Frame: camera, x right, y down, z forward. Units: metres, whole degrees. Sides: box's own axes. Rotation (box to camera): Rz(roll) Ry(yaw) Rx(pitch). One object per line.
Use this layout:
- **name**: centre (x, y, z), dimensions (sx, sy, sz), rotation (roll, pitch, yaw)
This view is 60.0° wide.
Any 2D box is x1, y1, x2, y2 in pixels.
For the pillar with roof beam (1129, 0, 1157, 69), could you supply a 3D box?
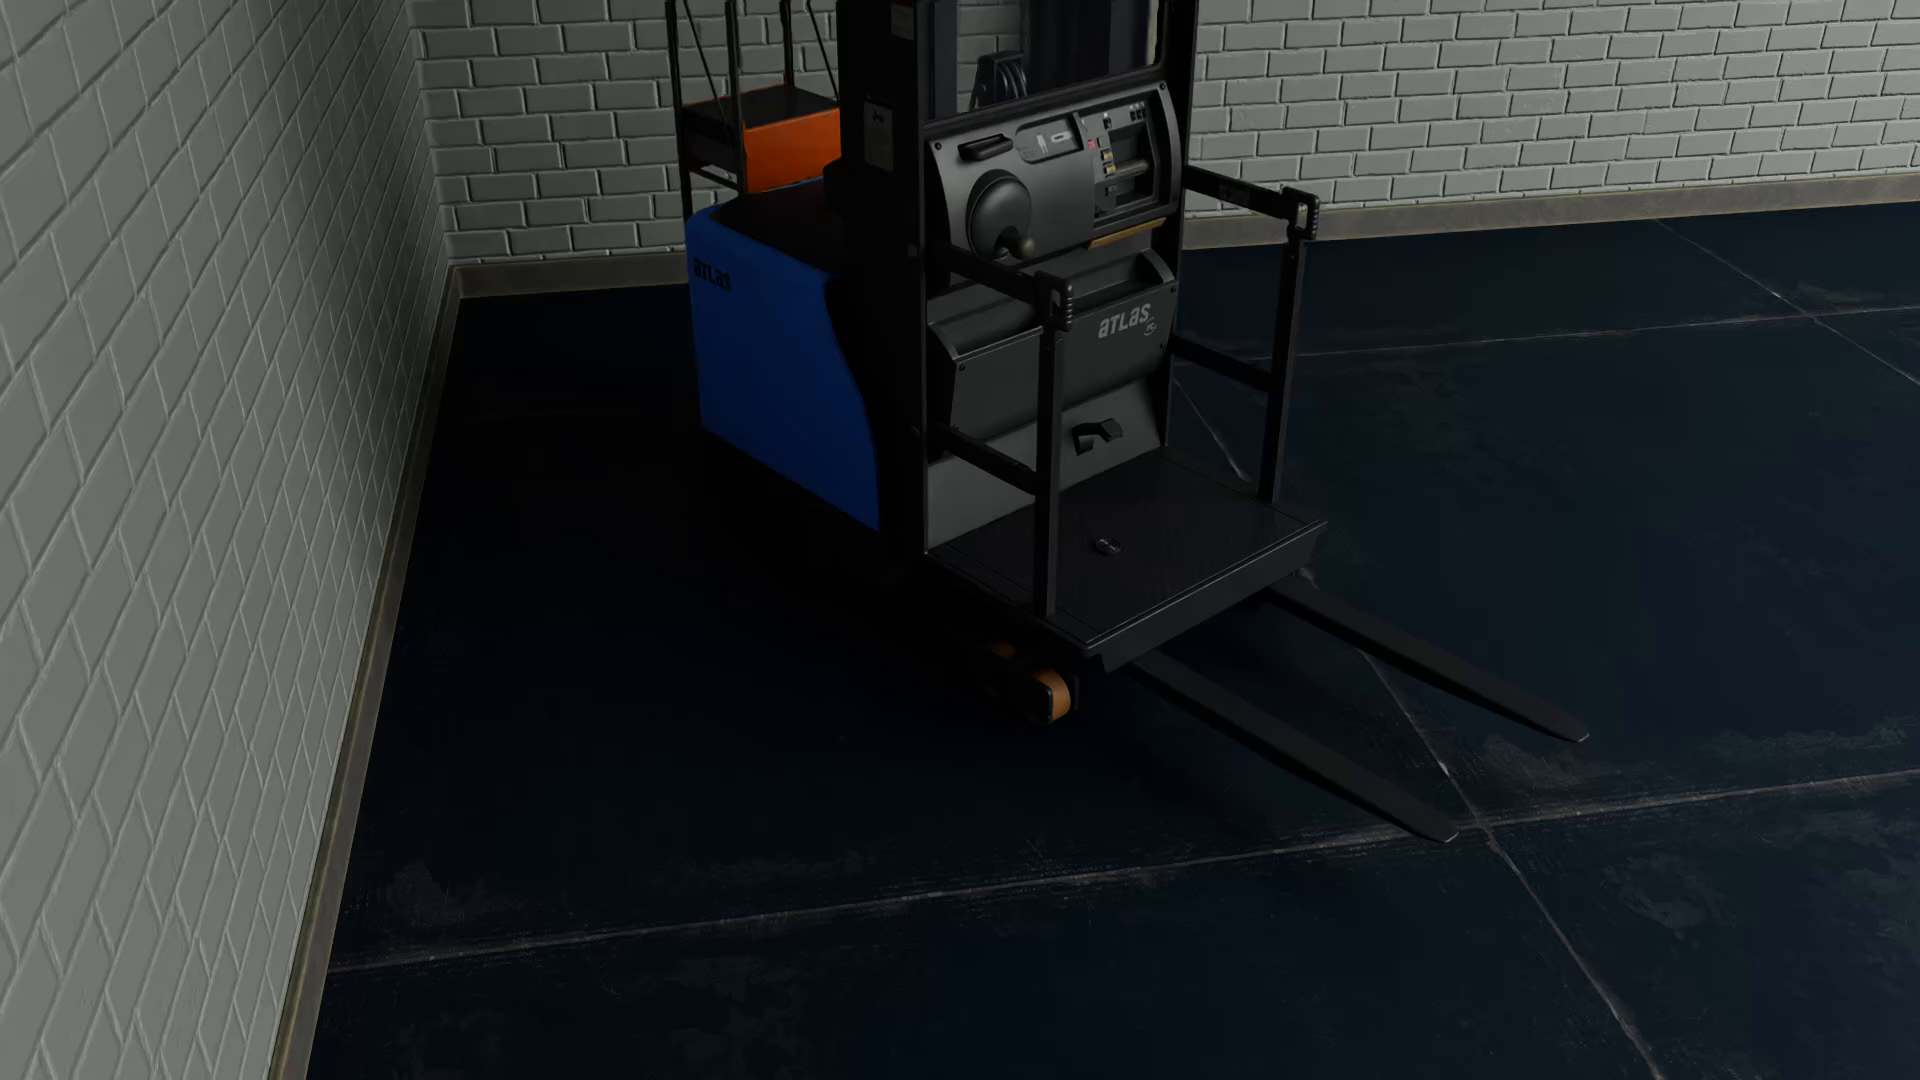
- **pillar with roof beam**: centre (1.425, -3.055, 2.068), dimensions (0.400, 9.000, 9.100), rotation (-5, 31, -9)

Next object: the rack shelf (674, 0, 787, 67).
- **rack shelf**: centre (-0.687, -1.942, 5.628), dimensions (0.480, 0.518, 0.431), rotation (-24, 38, -35)

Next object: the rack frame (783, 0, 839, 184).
- **rack frame**: centre (-0.504, -1.433, 6.115), dimensions (0.015, 2.100, 0.400), rotation (-24, 38, -35)

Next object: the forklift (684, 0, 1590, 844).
- **forklift**: centre (0.429, -1.018, 4.590), dimensions (1.130, 2.935, 3.031), rotation (-24, 38, -35)

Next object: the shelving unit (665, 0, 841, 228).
- **shelving unit**: centre (-0.687, -1.351, 5.976), dimensions (0.503, 2.100, 0.431), rotation (-24, 38, -35)

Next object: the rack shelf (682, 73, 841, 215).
- **rack shelf**: centre (-0.687, -1.339, 5.983), dimensions (0.480, 0.518, 0.431), rotation (-24, 38, -35)

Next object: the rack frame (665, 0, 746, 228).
- **rack frame**: centre (-0.870, -1.269, 5.836), dimensions (0.015, 2.100, 0.400), rotation (-24, 38, -35)
